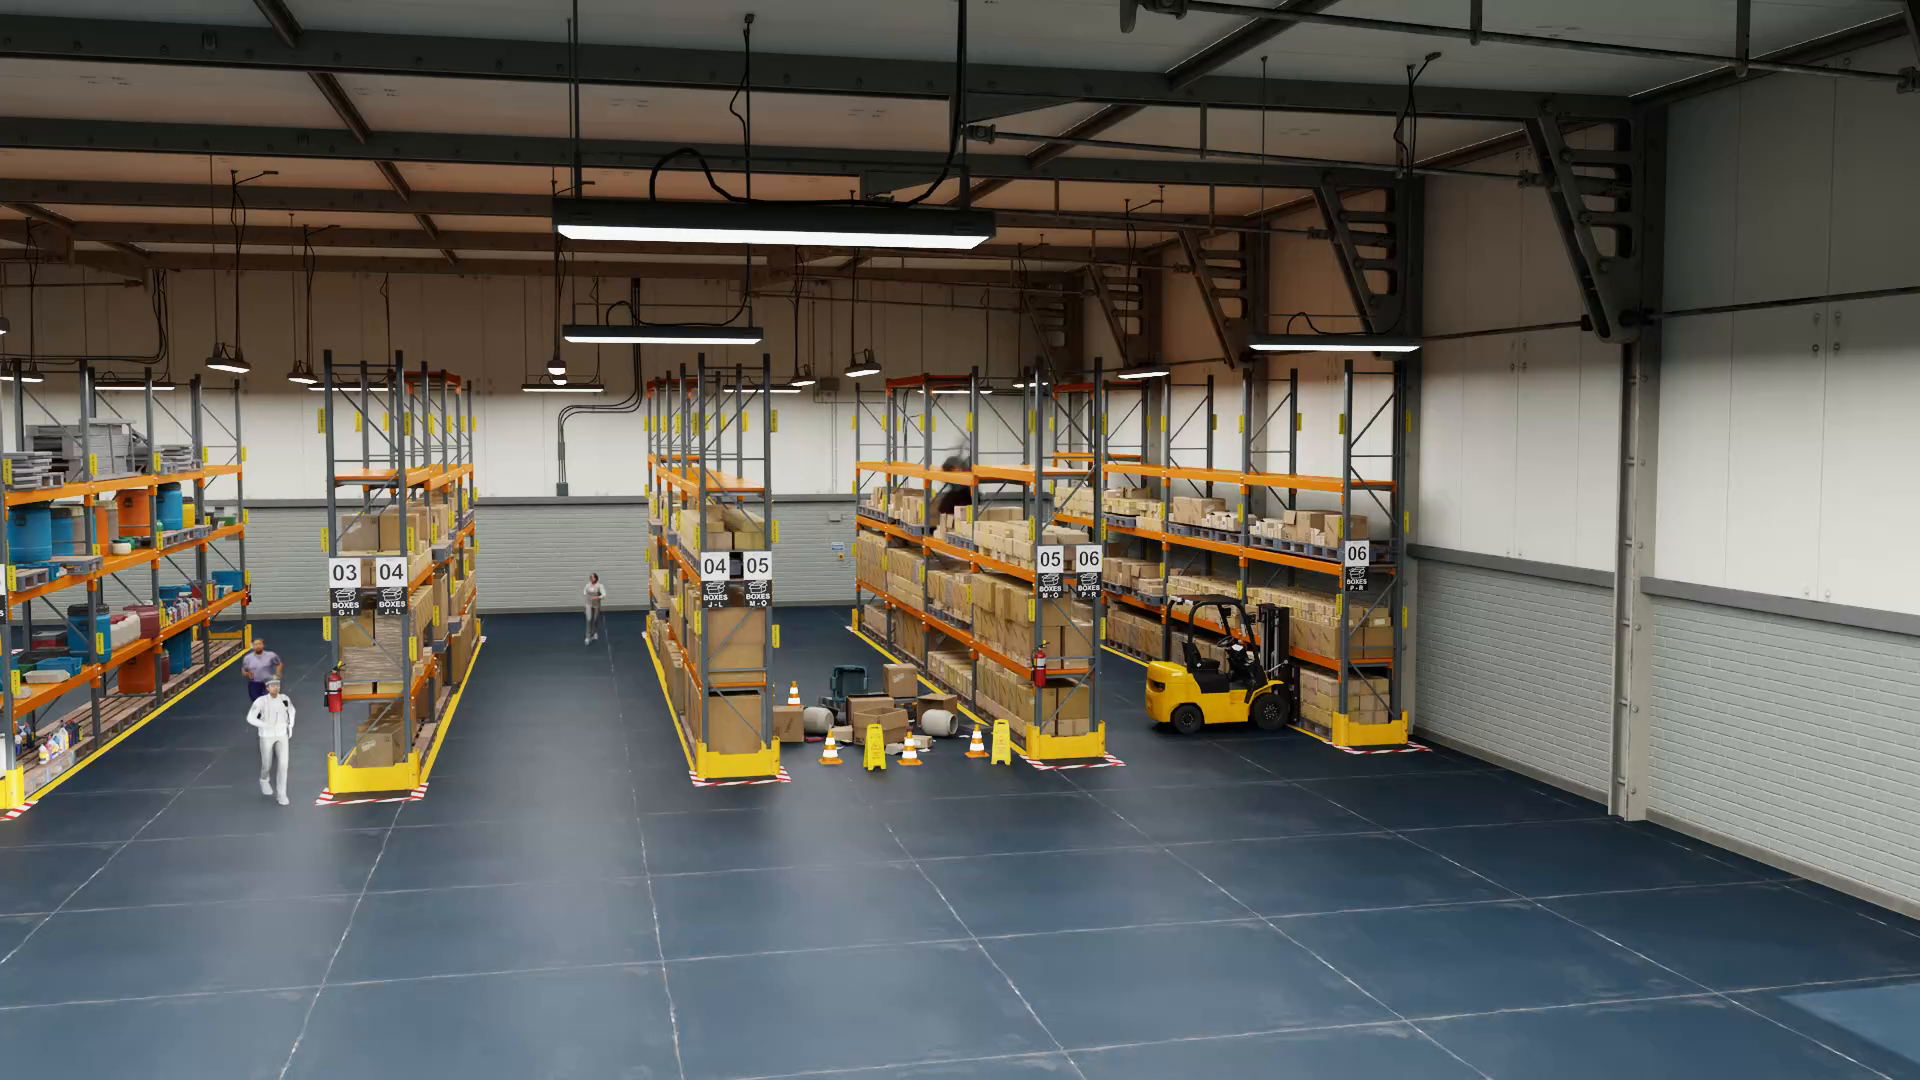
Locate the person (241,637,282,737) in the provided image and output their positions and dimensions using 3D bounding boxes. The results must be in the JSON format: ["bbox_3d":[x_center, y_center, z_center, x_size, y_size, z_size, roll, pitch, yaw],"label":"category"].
[{"bbox_3d":[-11.042,2.369,26.282,0.580,1.667,0.680,-1,4,-15],"label":"person"}]

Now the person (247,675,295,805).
[{"bbox_3d":[-9.089,2.616,22.031,0.642,1.680,0.883,-3,5,-33],"label":"person"}]

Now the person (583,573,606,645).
[{"bbox_3d":[-8.349,1.543,37.982,0.530,1.599,0.849,0,4,-5],"label":"person"}]
